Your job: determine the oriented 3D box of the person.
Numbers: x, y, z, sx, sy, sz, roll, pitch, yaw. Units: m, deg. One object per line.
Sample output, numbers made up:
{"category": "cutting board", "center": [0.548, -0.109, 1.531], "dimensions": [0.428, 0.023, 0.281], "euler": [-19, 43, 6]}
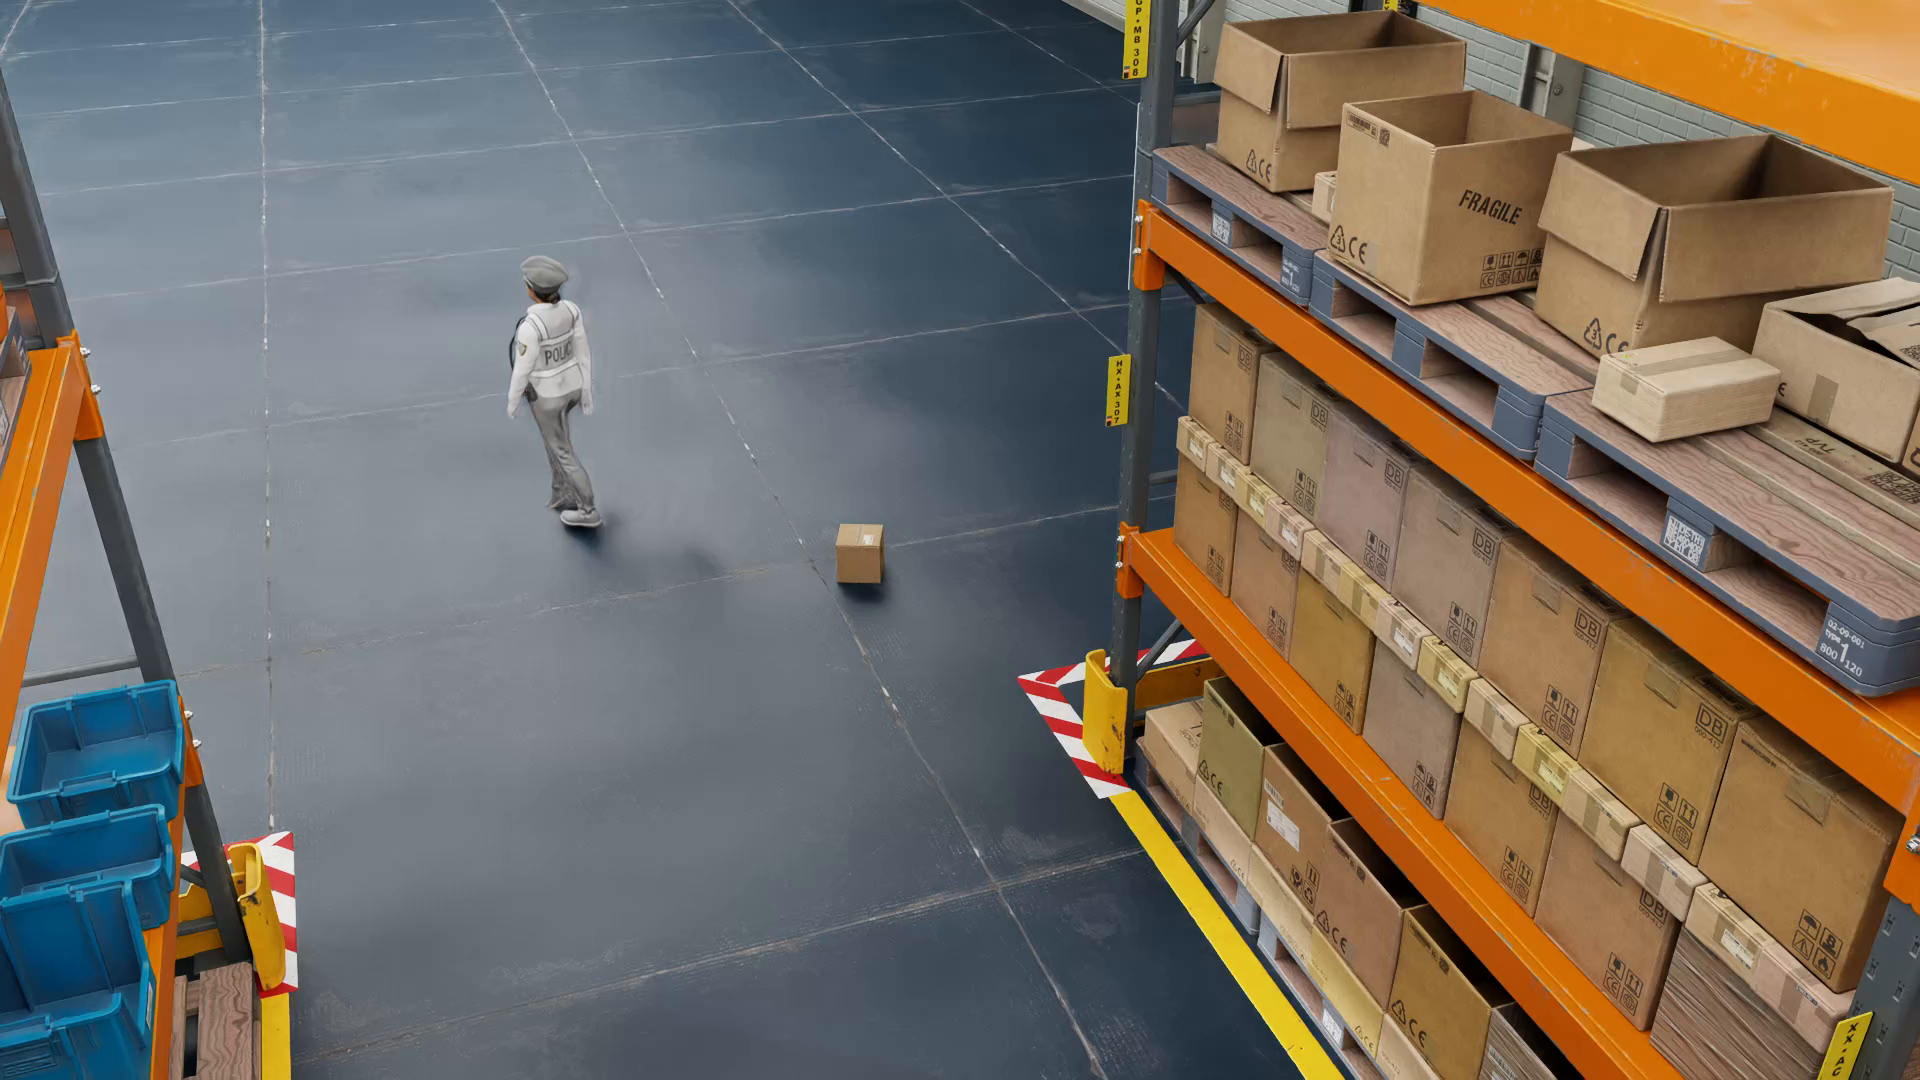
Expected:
{"category": "person", "center": [-2.416, -0.830, 9.778], "dimensions": [0.559, 1.756, 0.482], "euler": [14, 33, 23]}
